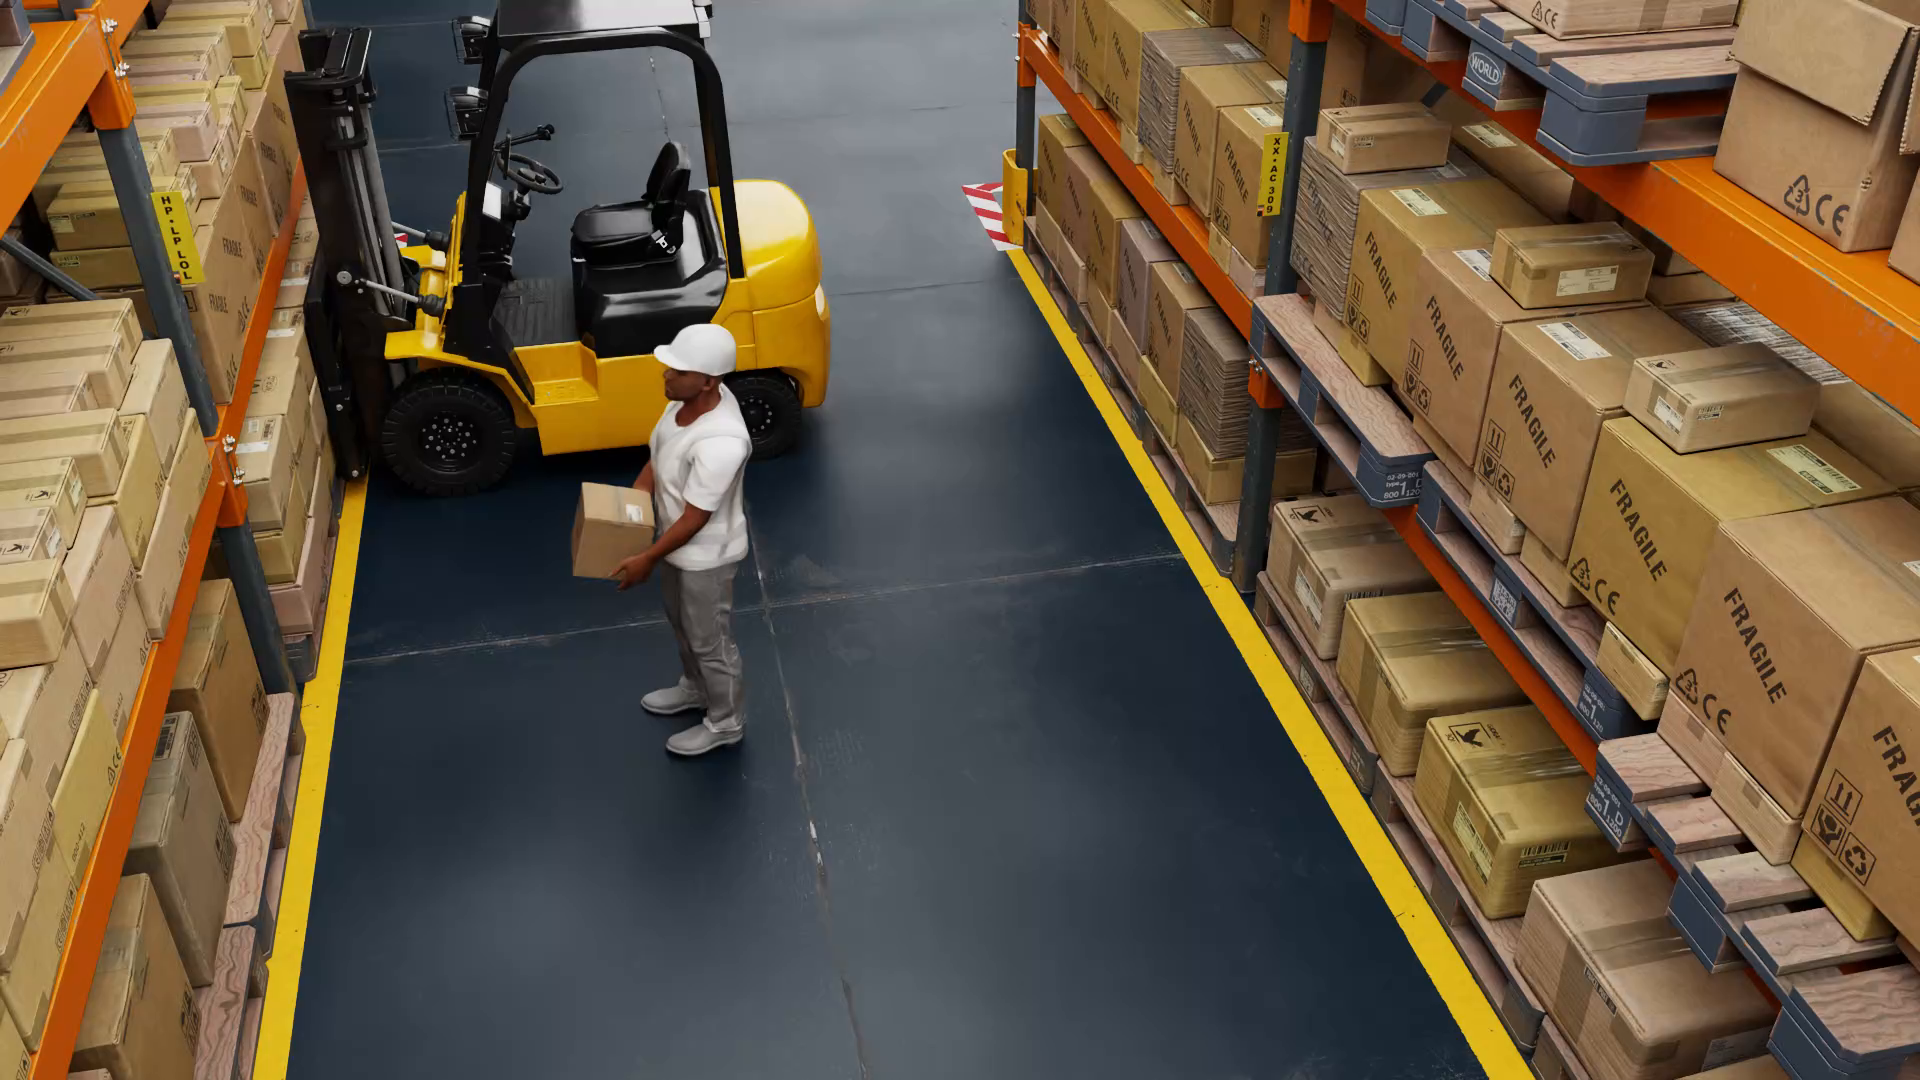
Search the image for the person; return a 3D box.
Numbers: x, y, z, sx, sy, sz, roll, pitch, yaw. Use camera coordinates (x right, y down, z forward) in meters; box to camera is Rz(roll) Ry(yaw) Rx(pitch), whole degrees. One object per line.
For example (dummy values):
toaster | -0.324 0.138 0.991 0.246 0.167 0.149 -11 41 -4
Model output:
person | -1.028 0.026 6.079 0.559 1.772 0.542 -12 36 -18
